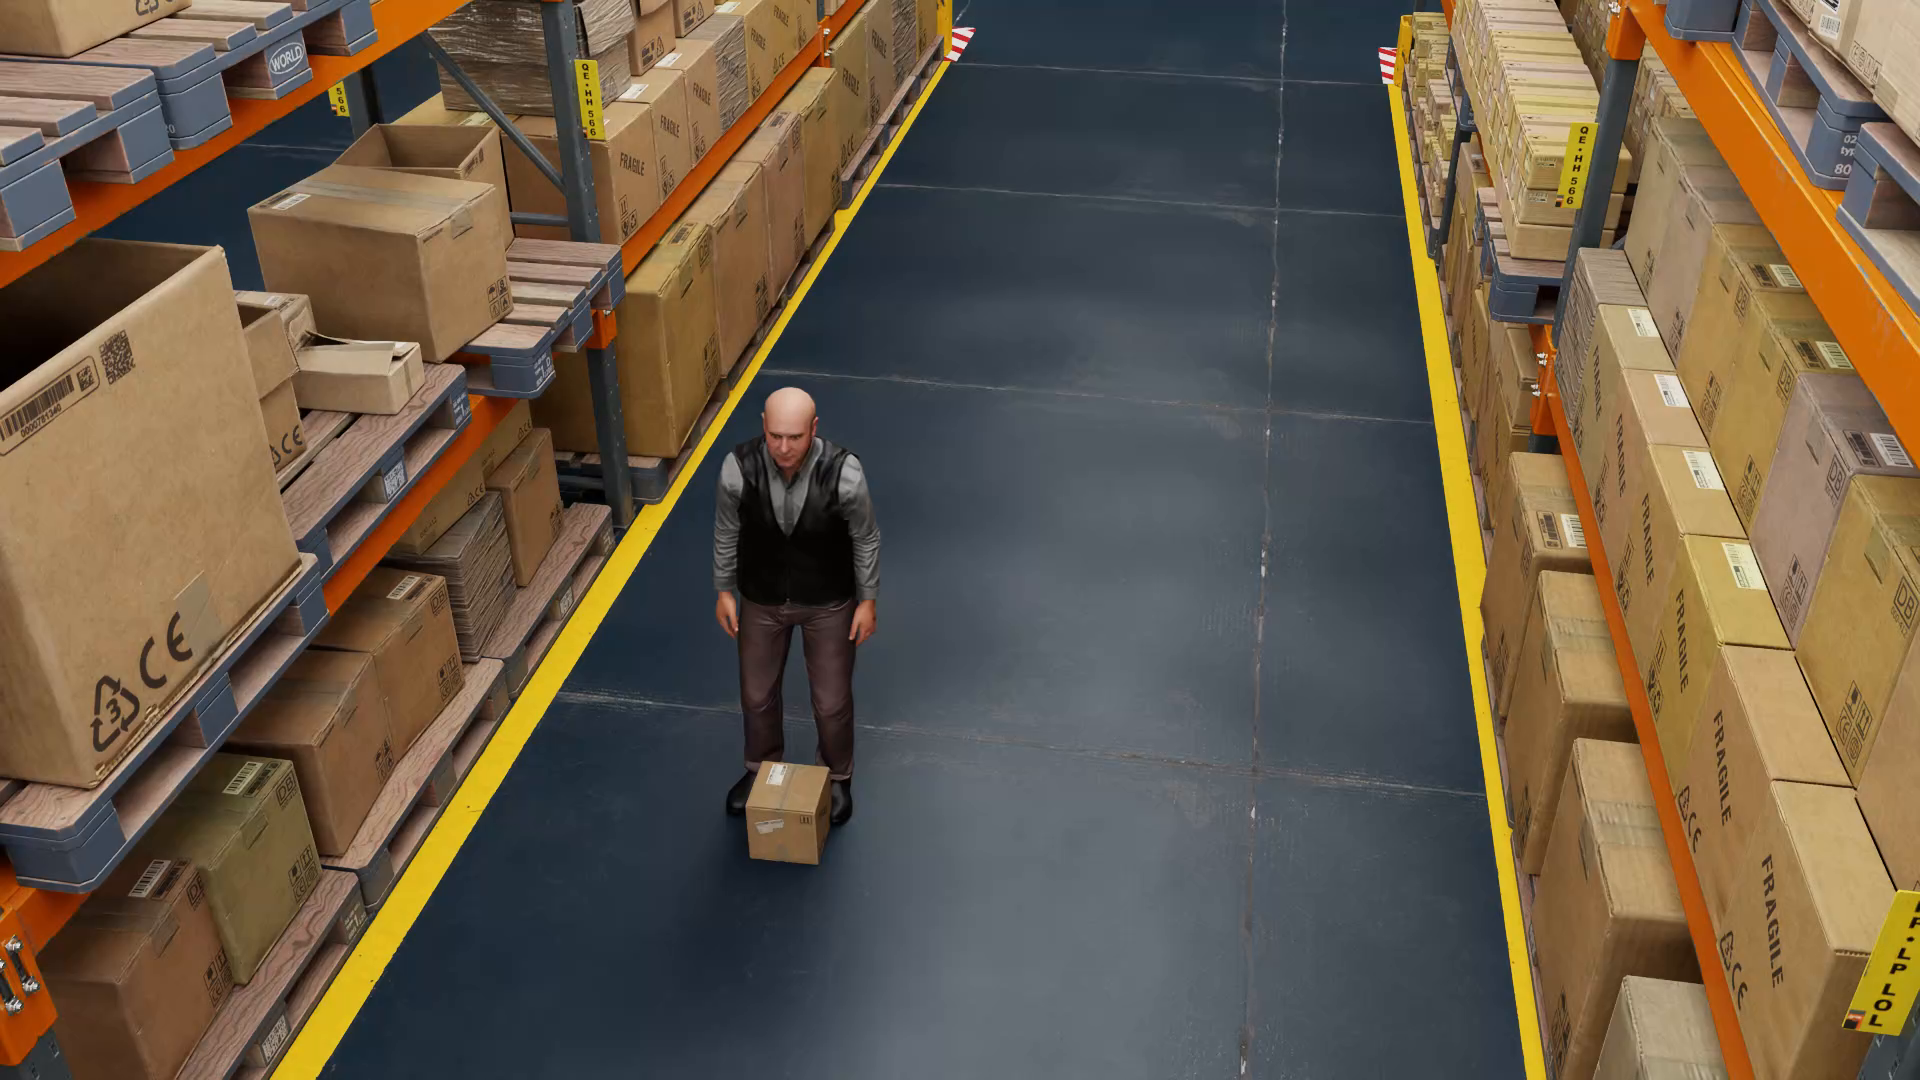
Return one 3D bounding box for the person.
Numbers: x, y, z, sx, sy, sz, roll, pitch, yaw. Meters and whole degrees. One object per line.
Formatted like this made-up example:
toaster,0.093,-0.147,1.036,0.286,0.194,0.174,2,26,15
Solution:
person,-0.566,0.209,5.828,0.589,1.720,0.422,3,32,5
